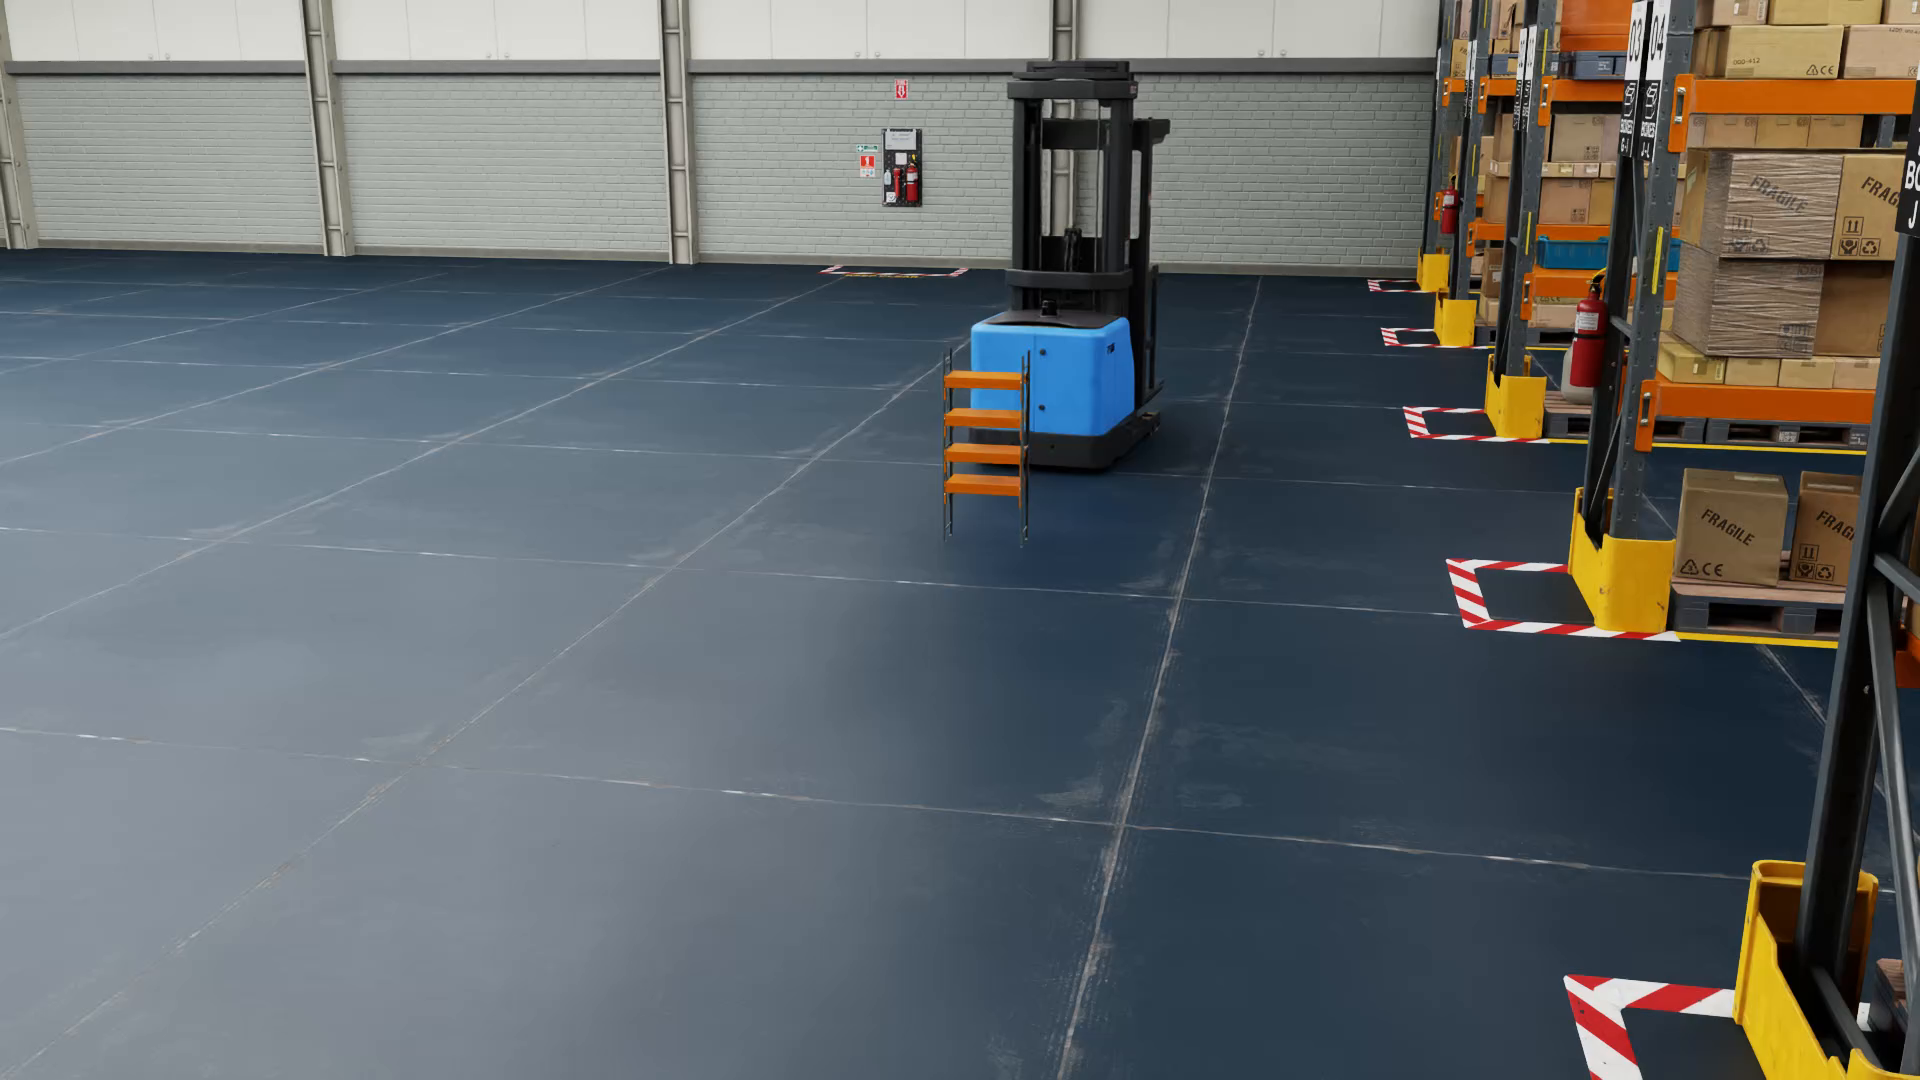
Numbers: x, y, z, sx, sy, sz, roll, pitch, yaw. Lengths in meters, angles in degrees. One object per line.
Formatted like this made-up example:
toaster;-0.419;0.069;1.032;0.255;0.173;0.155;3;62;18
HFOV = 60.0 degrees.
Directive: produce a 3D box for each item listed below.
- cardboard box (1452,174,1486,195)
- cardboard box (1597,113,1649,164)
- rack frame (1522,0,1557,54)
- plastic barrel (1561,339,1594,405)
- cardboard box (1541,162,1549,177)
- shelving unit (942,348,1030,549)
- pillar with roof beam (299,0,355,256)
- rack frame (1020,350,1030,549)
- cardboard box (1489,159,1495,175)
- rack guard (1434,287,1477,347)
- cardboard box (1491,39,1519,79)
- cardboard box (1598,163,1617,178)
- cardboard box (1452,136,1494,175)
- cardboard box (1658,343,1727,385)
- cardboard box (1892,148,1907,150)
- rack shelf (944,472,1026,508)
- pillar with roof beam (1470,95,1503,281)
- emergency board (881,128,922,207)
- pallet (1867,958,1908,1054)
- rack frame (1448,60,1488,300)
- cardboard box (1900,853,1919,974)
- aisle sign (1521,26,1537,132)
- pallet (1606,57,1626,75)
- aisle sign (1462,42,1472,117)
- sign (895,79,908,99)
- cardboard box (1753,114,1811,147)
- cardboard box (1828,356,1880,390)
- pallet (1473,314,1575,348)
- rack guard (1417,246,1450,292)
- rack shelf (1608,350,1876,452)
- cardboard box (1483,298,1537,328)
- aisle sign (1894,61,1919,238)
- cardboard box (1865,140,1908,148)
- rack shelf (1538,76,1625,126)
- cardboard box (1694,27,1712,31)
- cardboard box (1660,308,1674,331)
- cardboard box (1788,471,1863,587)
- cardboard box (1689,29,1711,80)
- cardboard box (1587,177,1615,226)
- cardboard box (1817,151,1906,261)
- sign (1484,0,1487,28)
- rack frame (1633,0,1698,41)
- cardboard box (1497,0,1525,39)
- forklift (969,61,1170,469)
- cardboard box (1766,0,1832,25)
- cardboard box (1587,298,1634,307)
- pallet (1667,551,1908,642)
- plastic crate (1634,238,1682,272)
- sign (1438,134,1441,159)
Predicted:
cardboard box;6.954;-4.833;22.562;0.500;0.250;0.500;3;16;9
cardboard box;7.073;-4.297;17.769;0.500;0.500;0.700;3;16;11
rack frame;4.565;-5.304;12.782;0.127;3.000;1.000;3;16;11
plastic barrel;5.225;-1.401;13.804;0.421;0.512;0.421;0;15;0
cardboard box;6.157;-3.978;17.833;0.250;0.149;0.380;3;16;10
shelving unit;0.162;-0.569;10.300;0.503;1.200;0.258;3;16;11
pillar with roof beam;-11.099;-7.916;22.211;0.400;9.000;9.100;3;16;11
rack frame;0.401;-0.556;10.253;0.015;1.200;0.240;3;16;11
cardboard box;5.968;-4.098;18.266;0.250;0.149;0.380;3;16;10
rack guard;5.532;-2.505;18.598;0.348;0.500;1.175;3;16;11
cardboard box;7.336;-6.386;22.085;0.500;0.500;0.500;4;16;15
cardboard box;6.909;-3.937;17.684;0.250;0.149;0.380;3;16;9
cardboard box;6.947;-5.199;22.480;0.500;0.500;0.500;3;16;11
cardboard box;3.810;-0.918;8.659;0.250;0.149;0.380;3;16;11
cardboard box;5.147;-1.773;8.657;0.500;0.500;0.500;3;16;11
rack shelf;0.162;-0.313;10.371;0.480;0.148;0.258;3;16;11
pillar with roof beam;6.540;-6.958;18.755;0.400;9.000;9.100;3;16;11
emergency board;-0.896;-5.654;25.284;0.643;1.169;0.194;3;16;11
pallet;3.290;1.541;4.533;1.213;0.211;1.003;3;16;11
rack frame;5.556;-3.708;18.260;0.127;3.000;1.000;3;16;11
cardboard box;3.168;1.016;4.400;0.875;0.875;0.875;3;16;11
aisle sign;4.436;-3.593;12.973;0.004;0.787;0.394;3;16;11
pallet;7.443;-5.002;17.479;1.213;0.211;1.003;3;16;11
aisle sign;5.550;-5.041;18.203;0.004;0.787;0.394;3;16;11
sign;-0.884;-6.798;25.070;0.199;0.298;0.001;3;16;11
cardboard box;8.544;-4.217;17.480;0.500;0.500;0.700;3;16;11
cardboard box;4.542;-0.875;8.502;0.250;0.149;0.380;3;16;11
pallet;6.313;-2.335;18.525;1.213;0.211;1.003;3;16;11
rack guard;6.614;-3.796;23.258;0.348;0.500;1.175;3;16;11
rack shelf;5.538;-0.664;8.617;4.000;0.370;1.077;3;16;11
cardboard box;6.037;-2.499;18.258;0.500;0.250;0.500;3;16;11
aisle sign;2.481;-1.160;4.190;0.004;0.787;0.394;3;16;11
cardboard box;12.149;-4.957;21.757;0.500;0.500;0.700;5;16;19
rack shelf;6.525;-3.405;12.894;4.000;0.370;1.077;3;16;11
cardboard box;3.912;-2.749;8.713;0.250;0.149;0.380;3;16;11
cardboard box;7.506;-2.418;17.968;0.500;0.250;0.500;3;16;11
cardboard box;4.779;-0.054;8.964;0.500;0.500;0.500;8;17;26
cardboard box;4.101;-2.531;8.672;0.500;0.250;0.500;3;16;12
cardboard box;7.012;-3.674;17.947;0.500;0.500;0.700;3;16;11
cardboard box;4.551;-1.661;8.253;0.500;0.500;0.500;3;16;11
sign;5.439;-5.468;17.209;0.005;0.325;0.100;3;16;11
rack frame;3.578;-4.008;8.104;0.127;3.000;1.000;3;16;11
cardboard box;7.350;-6.866;21.941;0.500;0.500;0.500;3;16;10
forklift;1.018;-2.282;13.241;1.130;2.935;3.031;5;16;18
cardboard box;4.036;-2.568;8.059;0.250;0.149;0.380;3;16;12
cardboard box;7.020;-2.811;17.979;0.500;0.500;0.500;3;16;11
pallet;4.441;0.283;9.073;1.213;0.211;1.003;3;16;11
plastic crate;5.750;-2.356;13.659;0.408;0.251;0.499;3;16;11
sign;6.431;-5.279;22.310;0.005;0.325;0.100;3;16;11
